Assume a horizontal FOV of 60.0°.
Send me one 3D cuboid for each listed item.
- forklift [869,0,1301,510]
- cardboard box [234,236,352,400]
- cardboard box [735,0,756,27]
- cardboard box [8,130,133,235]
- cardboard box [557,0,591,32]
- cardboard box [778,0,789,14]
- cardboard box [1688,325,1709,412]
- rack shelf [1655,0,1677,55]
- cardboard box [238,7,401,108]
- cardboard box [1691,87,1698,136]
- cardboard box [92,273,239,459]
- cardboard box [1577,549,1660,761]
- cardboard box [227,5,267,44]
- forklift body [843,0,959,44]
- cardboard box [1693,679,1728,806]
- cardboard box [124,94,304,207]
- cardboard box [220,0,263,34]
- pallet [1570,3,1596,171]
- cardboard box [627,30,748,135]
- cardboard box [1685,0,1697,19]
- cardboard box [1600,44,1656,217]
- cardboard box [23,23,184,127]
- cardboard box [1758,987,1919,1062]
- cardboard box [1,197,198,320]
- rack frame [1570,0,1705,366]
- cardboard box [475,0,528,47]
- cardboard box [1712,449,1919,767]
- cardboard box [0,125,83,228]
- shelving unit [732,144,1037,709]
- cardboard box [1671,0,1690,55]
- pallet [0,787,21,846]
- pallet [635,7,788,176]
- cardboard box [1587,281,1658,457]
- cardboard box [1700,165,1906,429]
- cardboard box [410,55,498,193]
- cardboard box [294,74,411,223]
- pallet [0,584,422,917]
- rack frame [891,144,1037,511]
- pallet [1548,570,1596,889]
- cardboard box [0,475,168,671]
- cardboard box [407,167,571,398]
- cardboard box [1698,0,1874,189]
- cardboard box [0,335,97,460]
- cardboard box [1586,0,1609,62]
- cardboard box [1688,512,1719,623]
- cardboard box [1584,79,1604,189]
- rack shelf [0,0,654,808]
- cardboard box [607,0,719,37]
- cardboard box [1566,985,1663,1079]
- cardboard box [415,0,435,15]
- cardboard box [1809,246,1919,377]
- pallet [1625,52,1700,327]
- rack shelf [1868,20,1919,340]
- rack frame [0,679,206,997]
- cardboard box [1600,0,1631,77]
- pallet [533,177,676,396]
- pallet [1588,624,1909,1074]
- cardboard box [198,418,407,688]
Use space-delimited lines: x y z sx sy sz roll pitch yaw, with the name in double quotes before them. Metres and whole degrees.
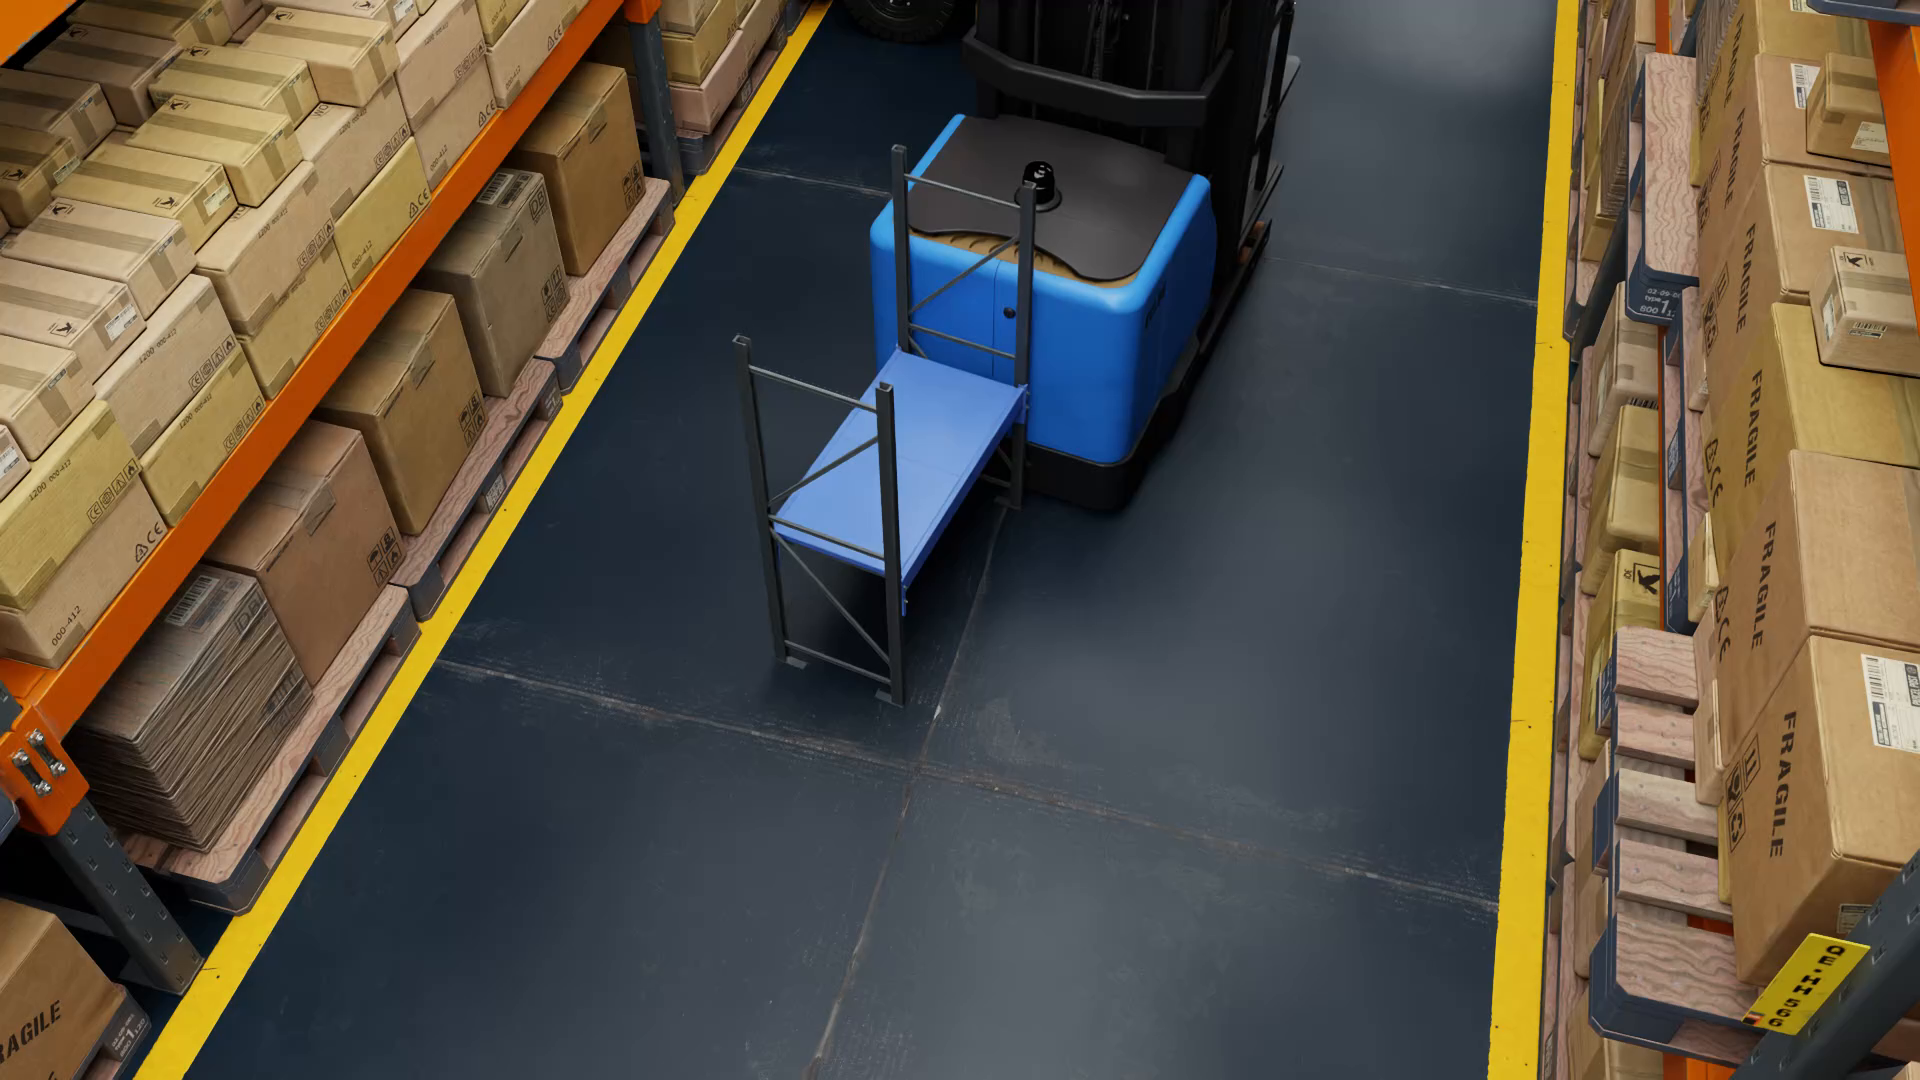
"forklift" 0.721 -2.205 6.241 1.130 2.935 3.031 18 51 15
"cardboard box" -2.196 -0.713 4.979 0.500 0.250 0.500 10 49 9
"cardboard box" -1.206 -2.694 7.848 0.500 0.250 0.500 11 50 10
"cardboard box" -2.697 -0.980 4.881 0.500 0.250 0.500 11 50 10
"cardboard box" -1.642 -2.180 6.274 0.500 0.250 0.500 13 50 11
"cardboard box" -1.076 -2.905 8.367 0.500 0.250 0.500 12 50 11
"cardboard box" 2.208 -0.451 4.534 0.380 0.149 0.250 13 50 11
"rack shelf" 3.554 -2.878 7.269 1.077 0.370 4.000 12 50 10
"cardboard box" -1.940 -1.466 5.044 0.380 0.149 0.250 10 49 9
"cardboard box" 2.578 -1.388 5.362 0.380 0.149 0.250 12 50 11
"cardboard box" -2.329 -0.503 4.460 0.500 0.250 0.500 13 50 11
"cardboard box" 2.525 0.465 5.312 0.950 0.372 0.625 13 50 11
"cardboard box" -2.431 -1.715 5.530 0.500 0.250 0.500 10 49 9
"forklift body" 0.552 -3.527 7.928 2.313 2.155 1.214 12 50 10
"cardboard box" 1.858 0.485 3.709 0.380 0.149 0.250 11 50 10
"cardboard box" -2.117 -1.109 4.729 0.380 0.149 0.250 13 50 11
"cardboard box" -2.448 -1.770 5.312 0.380 0.149 0.250 11 50 10
"pallet" 3.490 -2.125 7.984 1.003 0.211 1.213 12 50 10
"cardboard box" -1.315 -2.160 7.709 0.500 0.250 0.500 12 50 10
"cardboard box" 2.905 -2.171 5.901 0.500 0.500 0.500 10 49 9
"cardboard box" 2.925 -1.628 6.739 0.500 0.500 0.500 11 49 10
"cardboard box" -2.539 -1.390 4.977 0.380 0.149 0.250 13 50 11
"cardboard box" 1.835 0.884 3.356 0.380 0.149 0.250 13 50 11
"cardboard box" -2.278 -0.749 4.411 0.380 0.149 0.250 12 50 10
"rack frame" 3.028 -1.669 5.723 1.000 3.000 0.127 12 50 10
"cardboard box" -1.773 -1.983 5.766 0.500 0.250 0.500 10 49 9
"cardboard box" 1.952 0.194 3.533 0.500 0.500 0.500 11 49 9
"cardboard box" -2.695 -1.027 4.657 0.380 0.149 0.250 11 50 10
"shelving unit" -0.204 -0.349 5.558 0.538 1.500 1.048 19 51 16
"cardboard box" 2.819 -1.879 6.075 0.380 0.149 0.250 11 50 10
"pallet" -2.925 0.815 3.658 1.213 0.211 1.003 12 50 10
"pallet" -1.512 -2.290 8.131 1.003 0.211 1.213 12 50 10
"cardboard box" 2.892 -0.559 6.215 0.950 0.372 0.625 12 50 11
"cardboard box" 2.229 -0.566 4.204 0.500 0.500 0.500 10 49 8
"cardboard box" -1.929 -1.463 5.640 0.500 0.250 0.500 12 50 10
"cardboard box" -2.064 -1.253 5.122 0.500 0.250 0.500 12 50 11
"pallet" -2.560 0.582 5.596 1.003 0.211 1.213 12 50 10
"rack frame" 0.010 -0.695 5.863 0.500 1.500 0.032 19 51 16
"pallet" 2.505 0.702 5.490 1.003 0.211 1.213 12 50 10
"cardboard box" -2.462 0.024 4.328 0.500 0.250 0.500 12 50 10
"cardboard box" -2.100 -1.060 6.489 0.875 0.625 0.625 11 50 10
"cardboard box" 2.497 -1.295 4.847 0.500 0.500 0.500 12 50 10
"cardboard box" -2.377 -0.366 4.073 0.380 0.149 0.250 13 50 11
"cardboard box" 3.329 -2.498 8.008 0.500 0.250 0.500 15 50 13
"cardboard box" 1.991 0.103 4.046 0.380 0.149 0.250 12 50 11
"cardboard box" 3.055 -1.766 7.362 0.500 0.250 0.500 10 49 9
"rack shelf" -2.288 -0.962 5.578 1.077 0.370 4.000 12 50 10
"cardboard box" -1.332 -2.494 7.338 0.500 0.250 0.500 11 49 9
"cardboard box" 2.134 1.548 4.356 0.950 0.372 0.625 9 49 7
"cardboard box" -1.874 -1.853 5.385 0.380 0.149 0.250 10 49 9
"cardboard box" 2.134 -0.500 3.713 0.380 0.149 0.250 9 49 8
"pallet" 2.687 -1.082 5.332 1.003 0.211 1.213 12 50 10
"rack shelf" 2.502 -0.977 3.591 1.077 0.370 4.000 12 50 10
"rack frame" -2.814 0.247 4.031 1.000 3.000 0.127 12 50 10
"cardboard box" 3.190 -2.365 7.390 0.500 0.500 0.500 14 50 12
"pallet" -1.918 -1.183 7.153 1.003 0.211 1.213 12 50 10
"pallet" 2.060 0.751 3.715 1.213 0.211 1.003 12 50 10
"cardboard box" -2.473 -0.029 5.578 0.875 0.625 0.625 13 50 11
